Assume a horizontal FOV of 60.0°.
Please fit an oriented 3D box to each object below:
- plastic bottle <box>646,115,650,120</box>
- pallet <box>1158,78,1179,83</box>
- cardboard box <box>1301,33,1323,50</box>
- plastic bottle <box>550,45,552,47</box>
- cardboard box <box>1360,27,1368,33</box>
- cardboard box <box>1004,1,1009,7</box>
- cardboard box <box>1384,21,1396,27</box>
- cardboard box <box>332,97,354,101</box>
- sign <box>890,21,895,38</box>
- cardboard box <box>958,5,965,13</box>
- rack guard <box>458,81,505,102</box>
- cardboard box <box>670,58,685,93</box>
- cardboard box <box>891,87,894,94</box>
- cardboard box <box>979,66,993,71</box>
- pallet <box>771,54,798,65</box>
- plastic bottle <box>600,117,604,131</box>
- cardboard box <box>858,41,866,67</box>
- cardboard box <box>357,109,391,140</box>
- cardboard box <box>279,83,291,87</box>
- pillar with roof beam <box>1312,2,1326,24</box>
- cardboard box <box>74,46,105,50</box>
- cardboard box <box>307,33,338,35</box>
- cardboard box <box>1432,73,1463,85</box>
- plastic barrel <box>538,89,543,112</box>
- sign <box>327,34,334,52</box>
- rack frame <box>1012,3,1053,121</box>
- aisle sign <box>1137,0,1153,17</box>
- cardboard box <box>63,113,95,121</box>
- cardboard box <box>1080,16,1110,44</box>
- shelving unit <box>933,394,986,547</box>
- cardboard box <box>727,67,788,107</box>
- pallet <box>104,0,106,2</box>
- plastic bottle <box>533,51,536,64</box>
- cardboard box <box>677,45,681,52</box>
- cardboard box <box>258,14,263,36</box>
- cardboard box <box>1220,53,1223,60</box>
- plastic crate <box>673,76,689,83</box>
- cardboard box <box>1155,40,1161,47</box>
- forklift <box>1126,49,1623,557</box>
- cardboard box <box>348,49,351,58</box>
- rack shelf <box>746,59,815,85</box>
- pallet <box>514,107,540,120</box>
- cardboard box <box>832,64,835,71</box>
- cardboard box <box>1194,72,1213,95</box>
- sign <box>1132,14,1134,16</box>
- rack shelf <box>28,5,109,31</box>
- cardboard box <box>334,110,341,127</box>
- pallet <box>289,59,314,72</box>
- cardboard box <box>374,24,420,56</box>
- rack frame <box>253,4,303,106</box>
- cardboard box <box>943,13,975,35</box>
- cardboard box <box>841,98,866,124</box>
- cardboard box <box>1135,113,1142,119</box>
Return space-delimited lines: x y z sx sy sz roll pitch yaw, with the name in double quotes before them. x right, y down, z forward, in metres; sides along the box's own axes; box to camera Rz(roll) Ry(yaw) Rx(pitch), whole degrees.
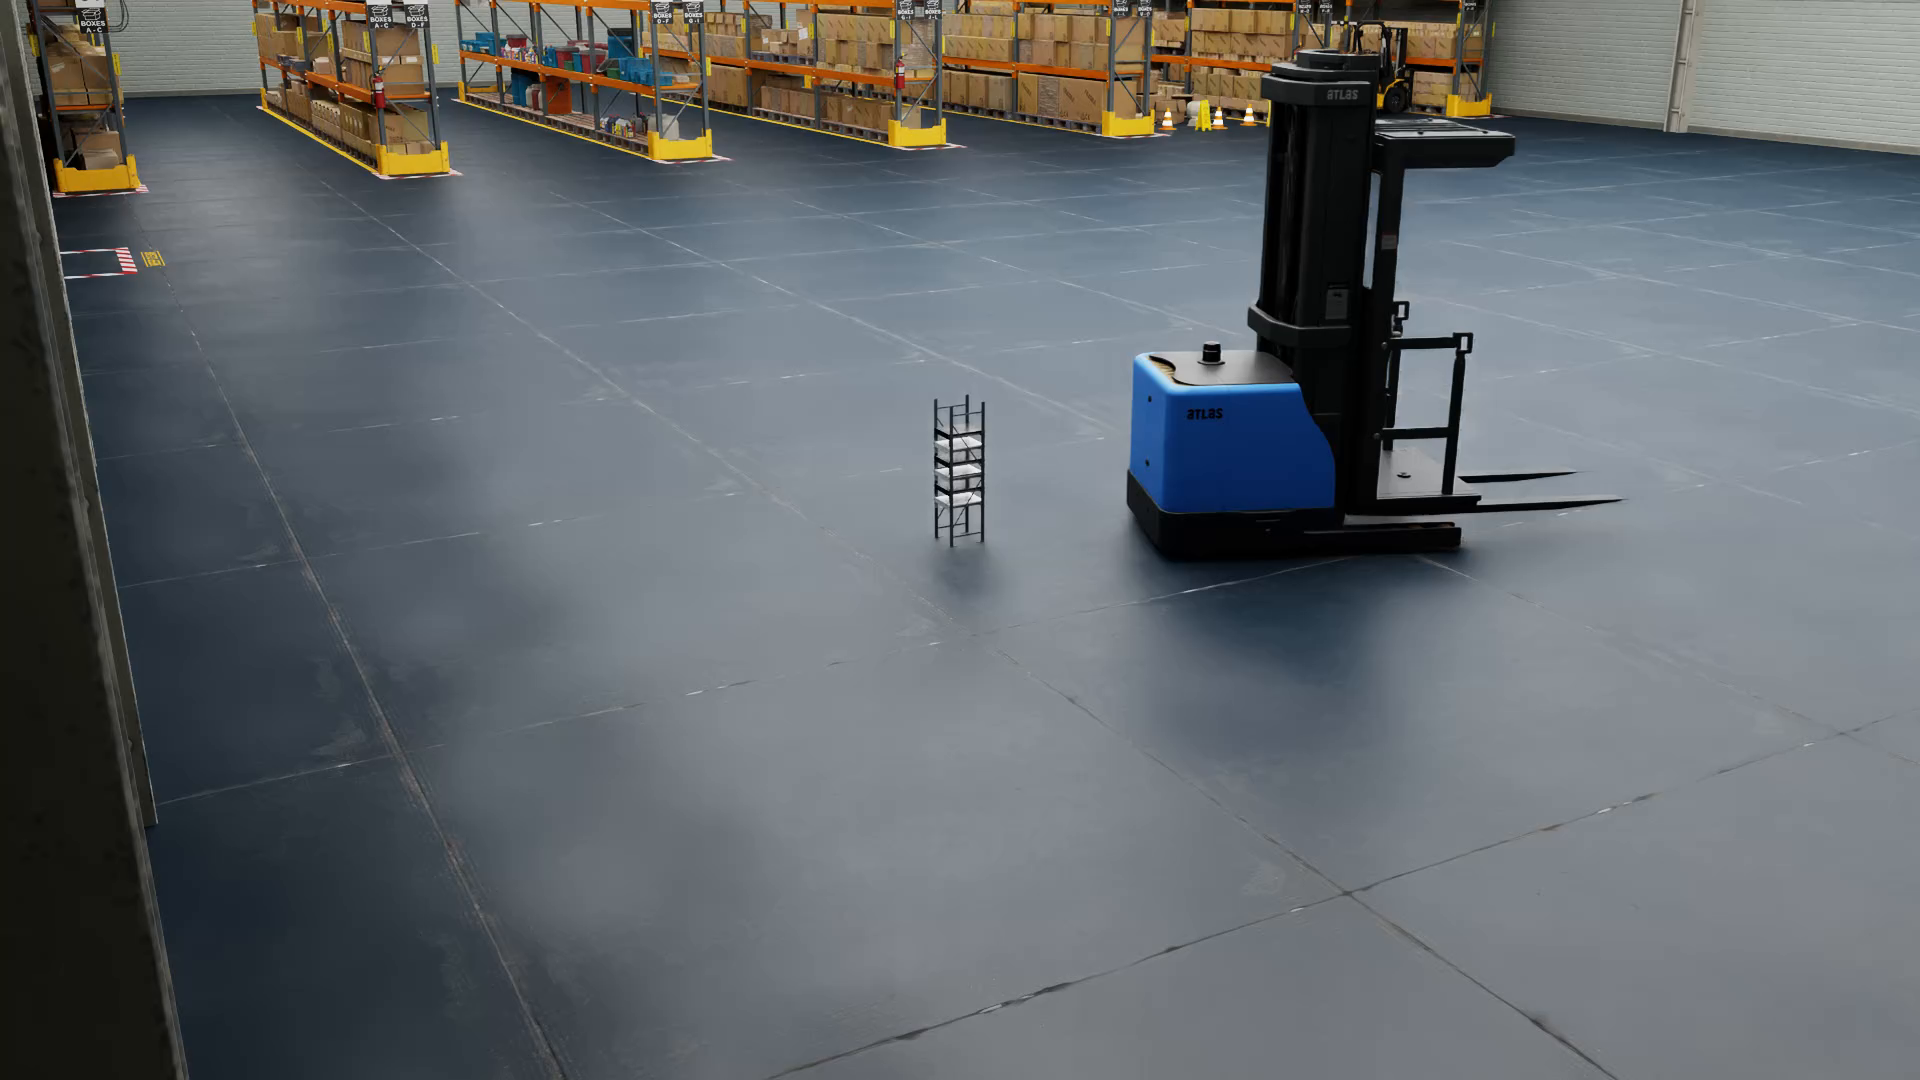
"plastic bottle" -6.280 -8.431 33.666 0.144 0.351 0.185 -10 21 -27
"pallet" 6.238 -14.011 50.726 1.003 0.211 1.213 -10 21 -27
"cardboard box" 7.915 -11.284 37.938 0.500 0.500 0.500 -10 22 -27
"plastic bottle" -9.636 -11.507 39.270 0.144 0.351 0.185 -10 21 -27
"cardboard box" 10.407 -12.983 42.324 0.380 0.149 0.250 -9 21 -25
"cardboard box" 1.495 -15.463 47.978 0.380 0.149 0.250 -10 21 -27
"cardboard box" 10.764 -12.899 41.625 0.380 0.149 0.250 -10 22 -28
"cardboard box" -13.309 -9.347 36.091 0.500 0.500 0.500 -9 21 -24
"sign" -1.324 -9.999 32.563 0.100 0.325 0.005 -10 21 -27
"cardboard box" 0.275 -15.848 50.089 0.500 0.500 0.500 -11 22 -28
"rack guard" -12.805 -12.031 44.546 1.175 0.500 0.348 -10 21 -27
"cardboard box" -7.195 -12.481 44.631 0.875 0.875 0.875 -10 21 -27
"cardboard box" -1.480 -12.030 43.898 0.500 0.500 0.500 -10 21 -26
"cardboard box" 1.141 -14.062 49.883 0.875 0.438 0.875 -9 21 -25
"pallet" -3.649 -11.026 38.095 1.003 0.211 1.213 -10 21 -27
"plastic bottle" -7.319 -8.522 34.052 0.097 0.271 0.097 0 19 0
"cardboard box" -1.605 -10.007 34.239 0.875 0.500 0.500 -10 21 -27
"cardboard box" -10.550 -7.495 29.988 0.500 0.500 0.500 -10 21 -27
"cardboard box" -16.141 -10.860 40.472 0.797 0.503 0.637 -10 21 -27
"pillar with roof beam" 6.087 -15.918 42.780 9.100 9.000 0.400 -10 21 -27
"cardboard box" -15.306 -8.434 29.338 0.500 0.500 0.500 -10 21 -27
"cardboard box" -14.009 -10.847 36.483 0.700 0.500 0.500 -6 20 -16
"cardboard box" 11.769 -11.142 40.176 0.500 0.250 0.500 -9 21 -25
"plastic barrel" -9.578 -10.220 38.635 0.421 0.512 0.421 0 19 0
"sign" -11.918 -9.420 31.493 0.100 0.325 0.005 -10 21 -27
"rack frame" 1.688 -11.270 38.506 1.000 3.000 0.127 -10 21 -27
"aisle sign" 3.885 -11.376 34.830 0.394 0.787 0.004 -10 21 -27
"cardboard box" -16.379 -7.944 30.877 0.500 0.250 0.500 -10 22 -28
"cardboard box" 3.103 -10.959 35.720 0.875 0.550 0.550 -10 21 -27
"shelving unit" -0.004 -0.428 10.305 0.258 0.900 0.210 -10 21 -27
"cardboard box" -4.934 -11.074 40.553 1.225 0.875 0.875 -11 22 -29
"pallet" -16.002 -9.752 29.796 1.213 0.211 1.003 -10 21 -27
"plastic bottle" -9.661 -10.973 37.824 0.061 0.283 0.133 -10 21 -27
"cardboard box" -7.202 -12.893 43.595 0.380 0.149 0.250 -10 22 -28
"cardboard box" -16.910 -12.645 40.805 0.500 0.500 0.500 -10 21 -26
"cardboard box" 6.423 -11.523 39.624 0.380 0.149 0.250 -10 21 -27
"plastic crate" -5.327 -8.797 31.745 0.298 0.136 0.250 -10 21 -27
"cardboard box" 5.121 -12.470 41.725 0.380 0.149 0.250 -10 21 -26
"forklift" 2.649 -1.477 10.231 3.031 2.935 1.130 -2 19 -7
"cardboard box" -11.119 -9.023 30.847 0.380 0.149 0.250 -10 22 -27
"rack shelf" -3.675 -10.765 38.145 1.077 0.370 4.000 -10 21 -27
"pallet" -9.970 -10.163 39.574 1.003 0.211 1.213 -10 21 -27
"cardboard box" -2.511 -10.092 35.478 0.380 0.149 0.250 -10 21 -27
"cardboard box" 6.039 -11.107 40.458 0.500 0.500 0.500 -9 21 -24
"sign" 4.570 -13.810 44.216 0.100 0.325 0.005 -10 21 -27
"rack shelf" -14.853 -8.732 27.658 1.077 0.370 4.000 -10 21 -27
"cardboard box" -11.890 -8.233 32.417 0.500 0.311 0.500 -10 21 -27
"pallet" -13.728 -10.238 35.812 1.213 0.211 1.003 -10 21 -27
"cardboard box" -9.781 -8.661 28.803 0.700 0.500 0.500 -10 21 -26
"rack frame" -17.144 -12.442 41.903 1.000 3.000 0.127 -10 21 -27
"cardboard box" -0.007 -12.807 41.277 0.700 0.500 0.500 -10 21 -27
"cardboard box" -2.292 -9.263 35.879 0.500 0.500 0.500 -3 19 -9
"cardboard box" 4.125 -9.769 38.349 0.396 0.266 0.258 -6 20 -17
